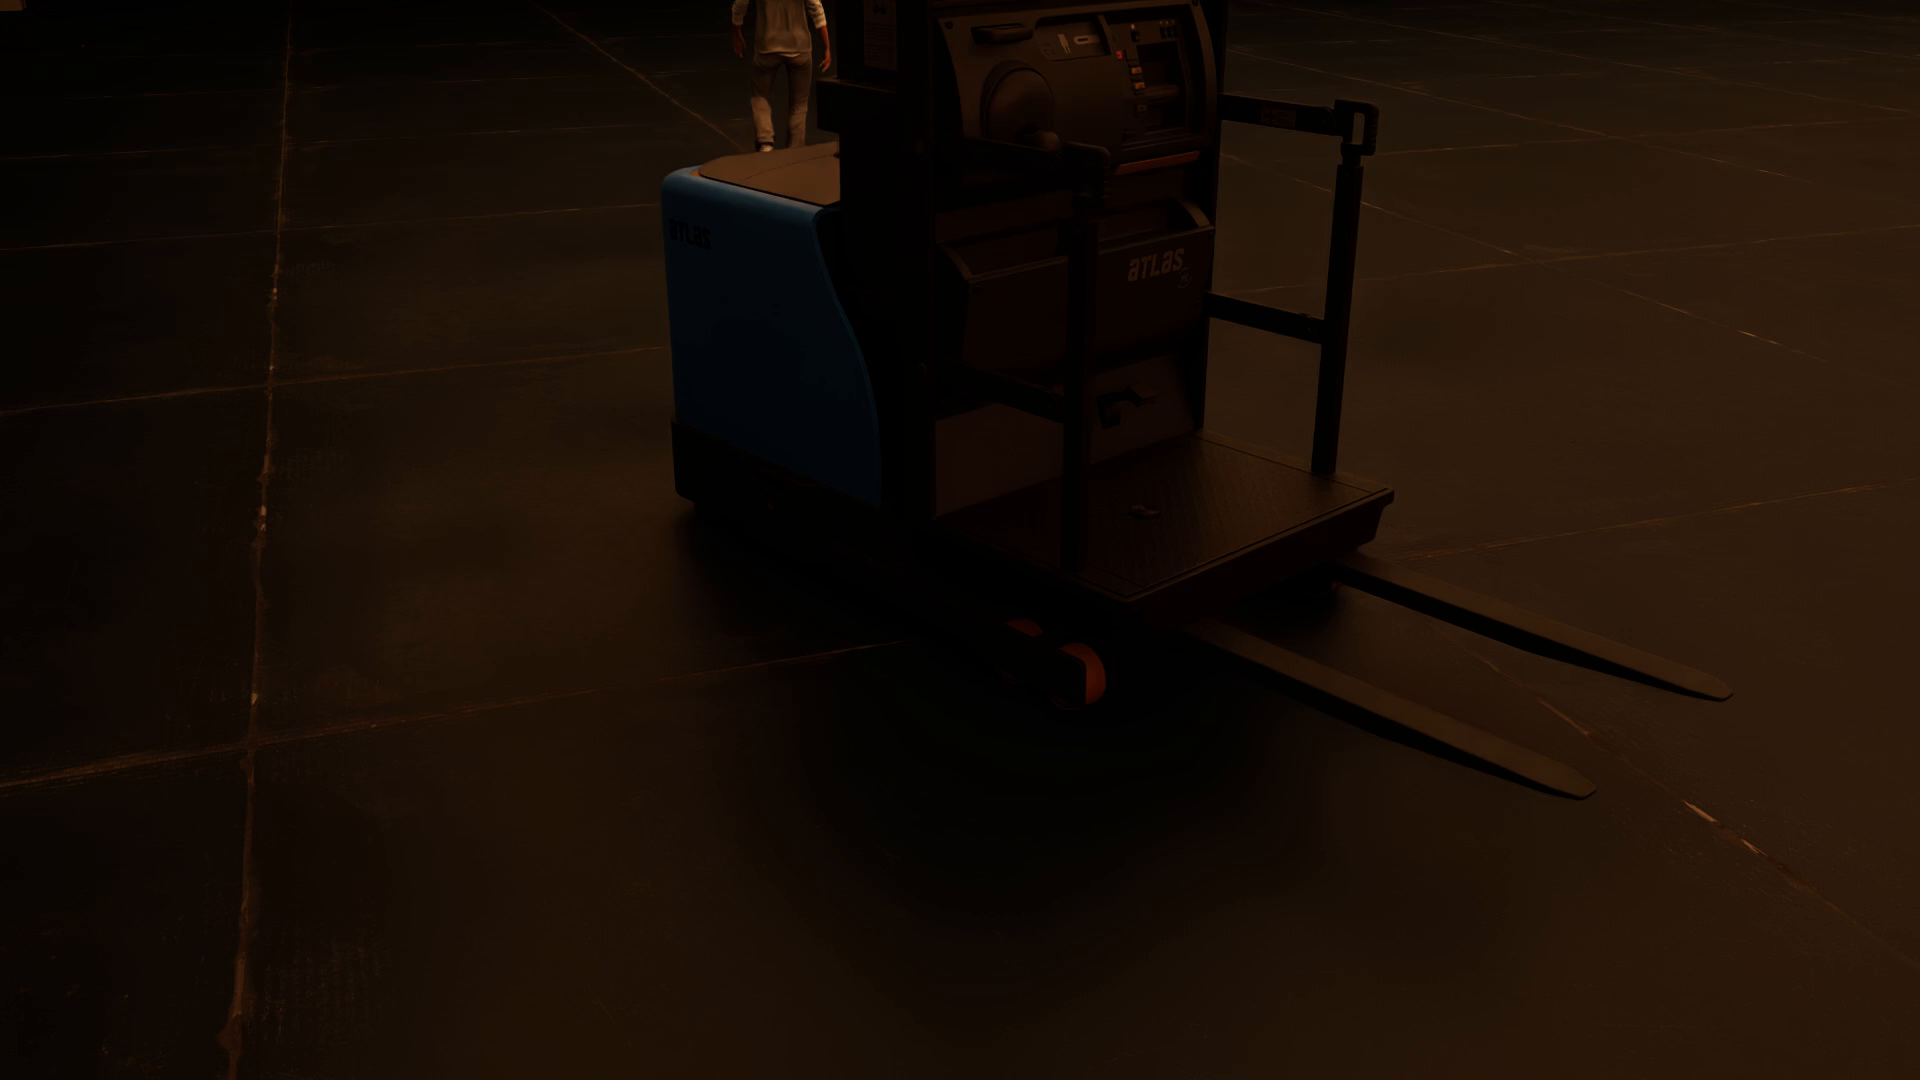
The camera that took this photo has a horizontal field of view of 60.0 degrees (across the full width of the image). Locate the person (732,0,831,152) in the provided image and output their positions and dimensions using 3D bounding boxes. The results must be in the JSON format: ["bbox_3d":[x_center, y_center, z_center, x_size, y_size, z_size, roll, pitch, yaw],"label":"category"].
[{"bbox_3d":[-1.084,-2.956,10.078,0.605,1.578,0.450,-1,23,-2],"label":"person"}]

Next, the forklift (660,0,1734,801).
[{"bbox_3d":[0.460,-1.155,4.045,1.130,2.935,3.031,-19,30,-38],"label":"forklift"}]
